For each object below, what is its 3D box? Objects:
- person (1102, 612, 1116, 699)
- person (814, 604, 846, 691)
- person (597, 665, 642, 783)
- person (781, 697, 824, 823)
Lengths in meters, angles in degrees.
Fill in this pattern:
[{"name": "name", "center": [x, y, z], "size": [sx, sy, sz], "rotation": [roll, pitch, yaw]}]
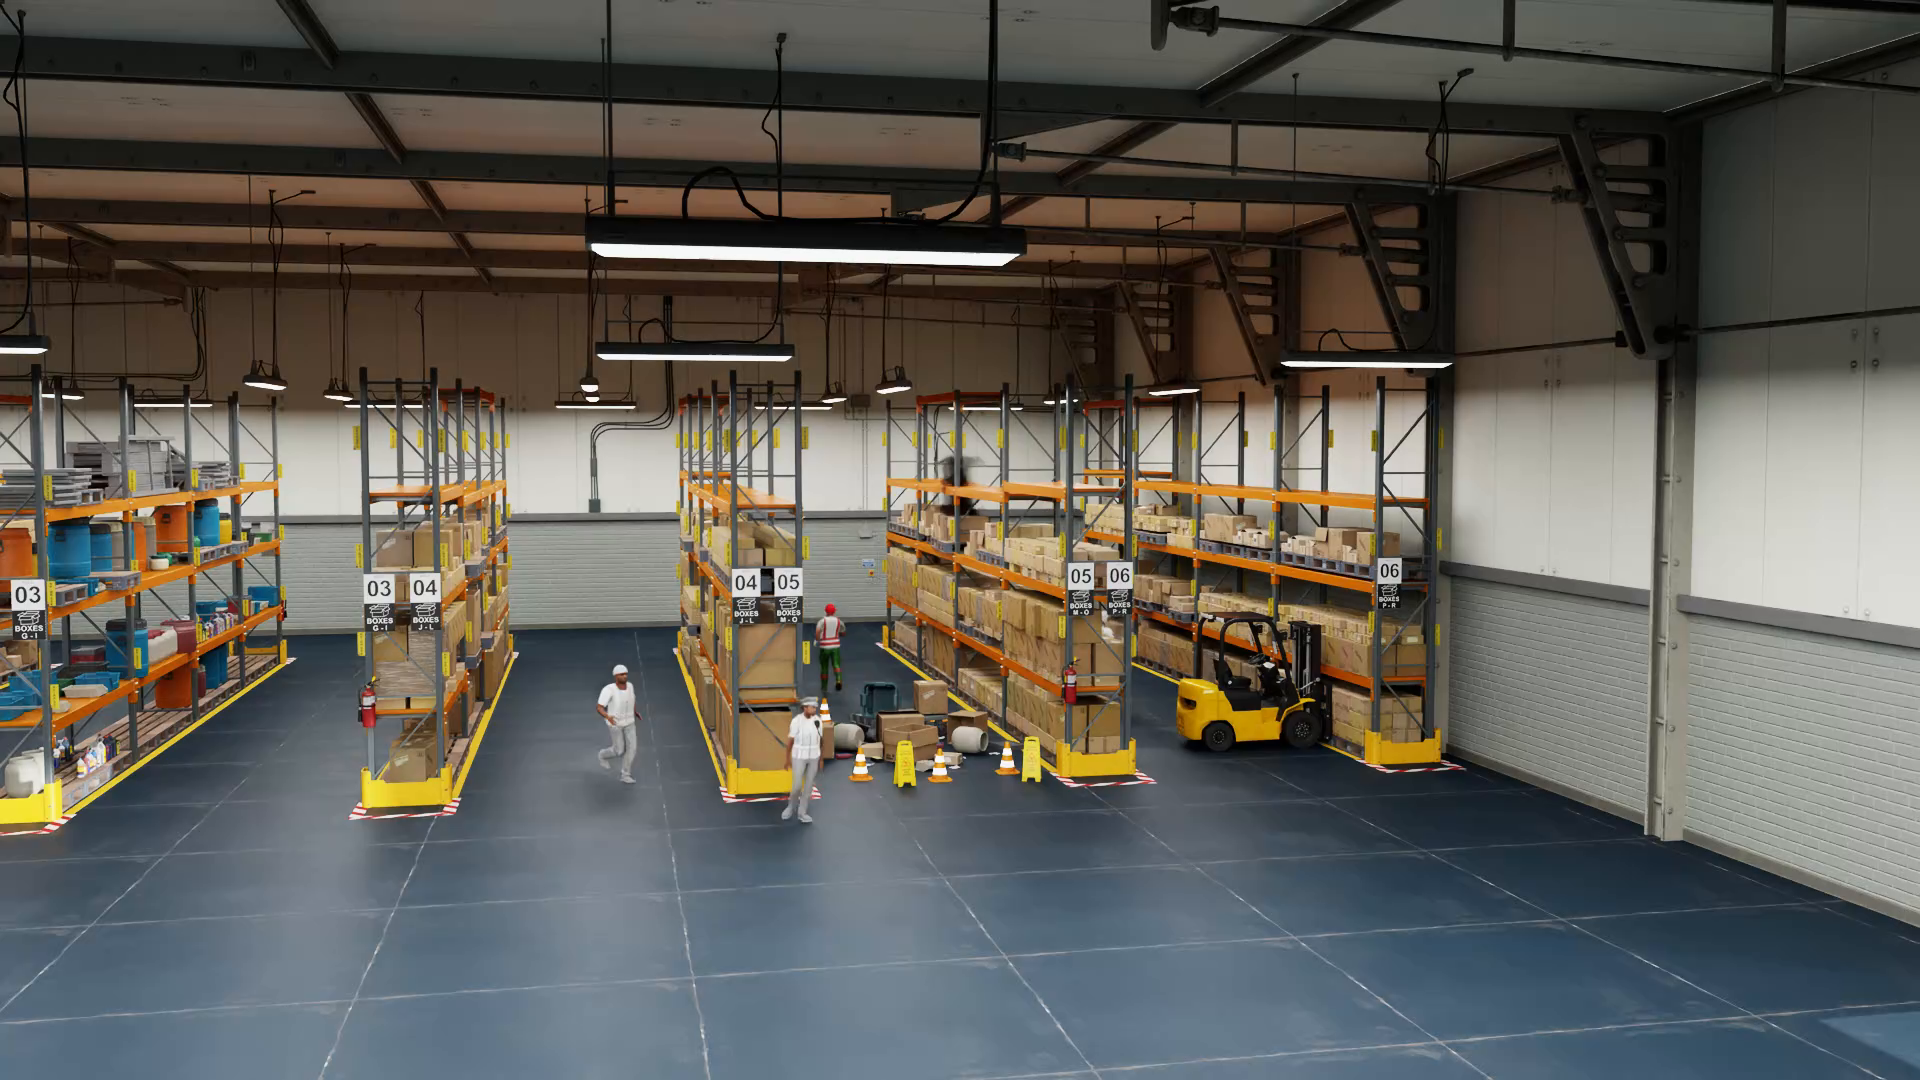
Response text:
[{"name": "person", "center": [2.662, 2.238, 31.667], "size": [0.665, 1.748, 0.876], "rotation": [-1, 4, -15]}, {"name": "person", "center": [-2.574, 2.132, 32.877], "size": [0.672, 1.764, 1.000], "rotation": [-1, 4, -18]}, {"name": "person", "center": [-5.024, 2.692, 24.466], "size": [0.789, 1.730, 0.710], "rotation": [3, 5, 44]}, {"name": "person", "center": [-2.057, 2.866, 21.755], "size": [0.548, 1.661, 0.443], "rotation": [-2, 4, -28]}]
